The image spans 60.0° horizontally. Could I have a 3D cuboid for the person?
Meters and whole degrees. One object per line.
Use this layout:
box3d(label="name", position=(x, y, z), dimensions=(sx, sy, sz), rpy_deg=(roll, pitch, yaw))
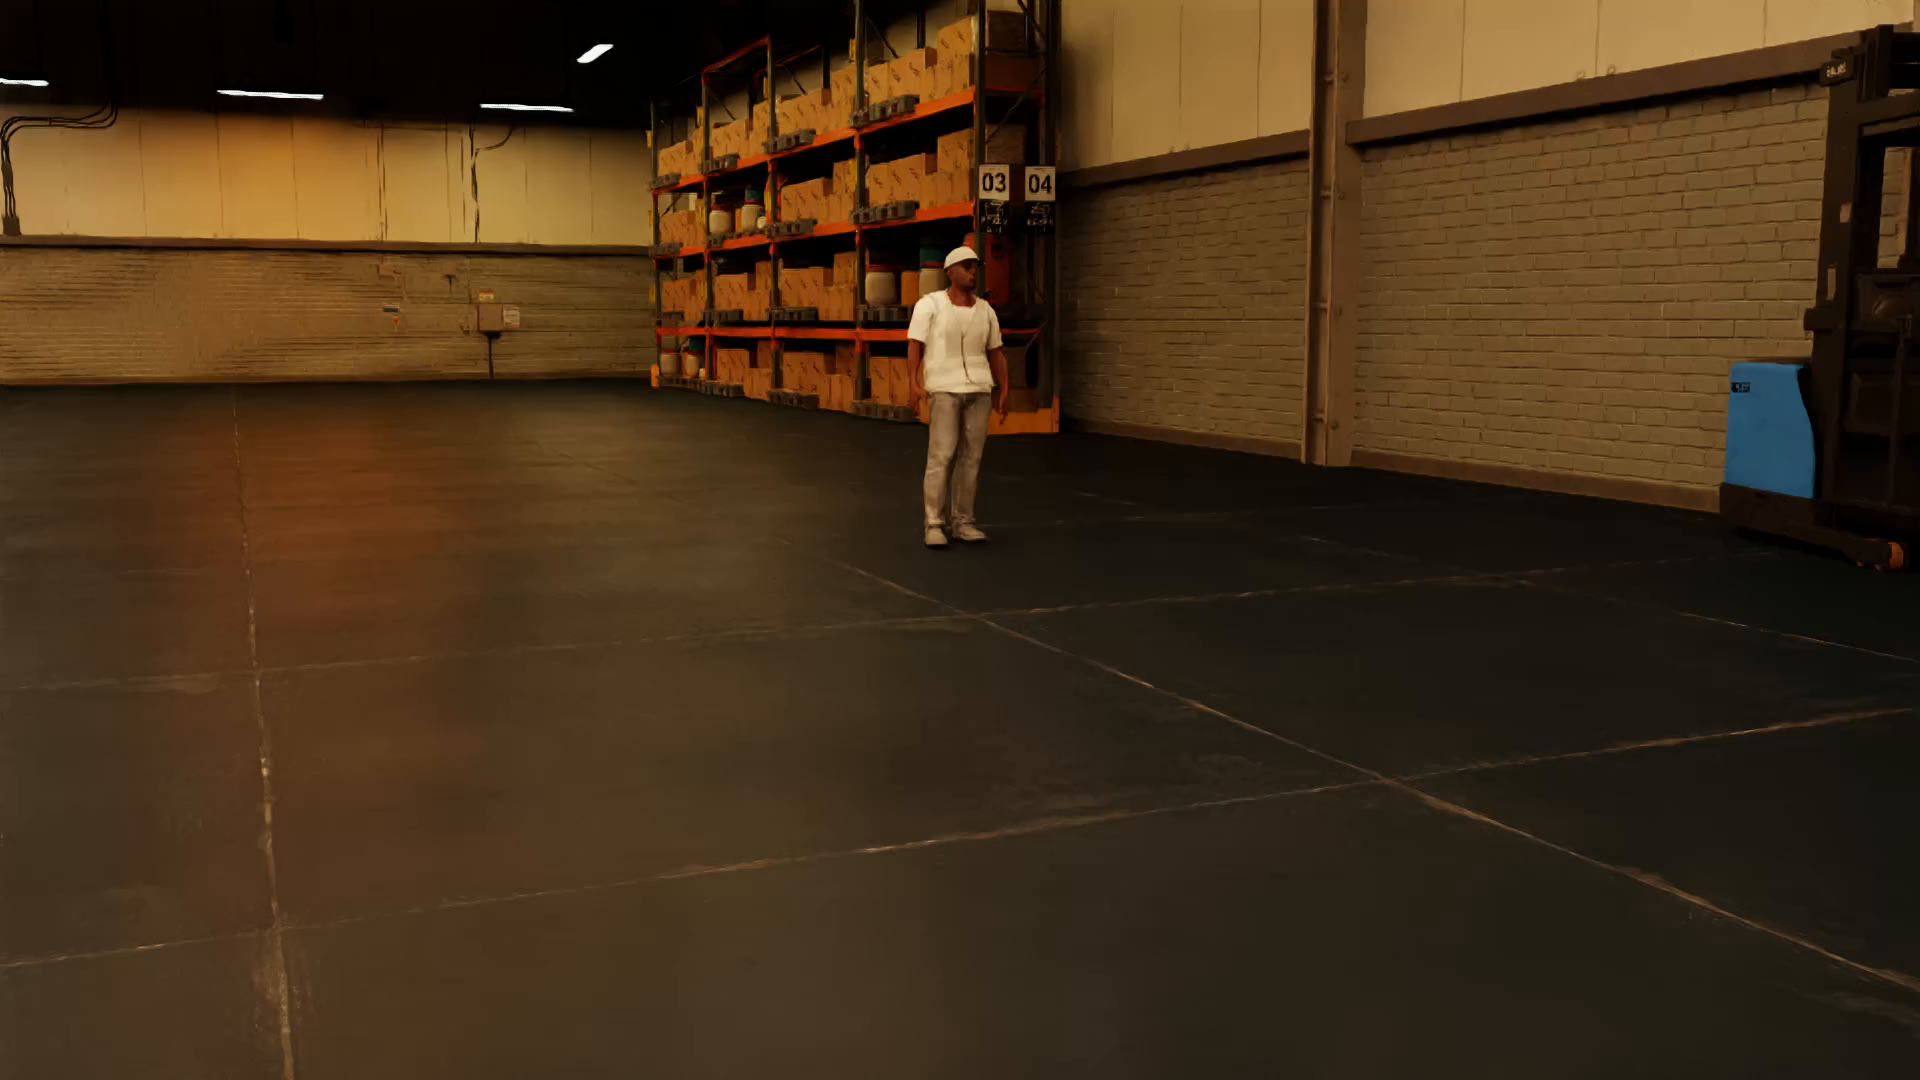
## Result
box3d(label="person", position=(0.023, -0.874, 9.972), dimensions=(0.665, 1.766, 0.576), rpy_deg=(-3, 8, -23))

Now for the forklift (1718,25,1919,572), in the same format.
box3d(label="forklift", position=(5.428, -1.325, 8.988), dimensions=(1.130, 2.935, 3.031), rpy_deg=(0, 8, -4))
